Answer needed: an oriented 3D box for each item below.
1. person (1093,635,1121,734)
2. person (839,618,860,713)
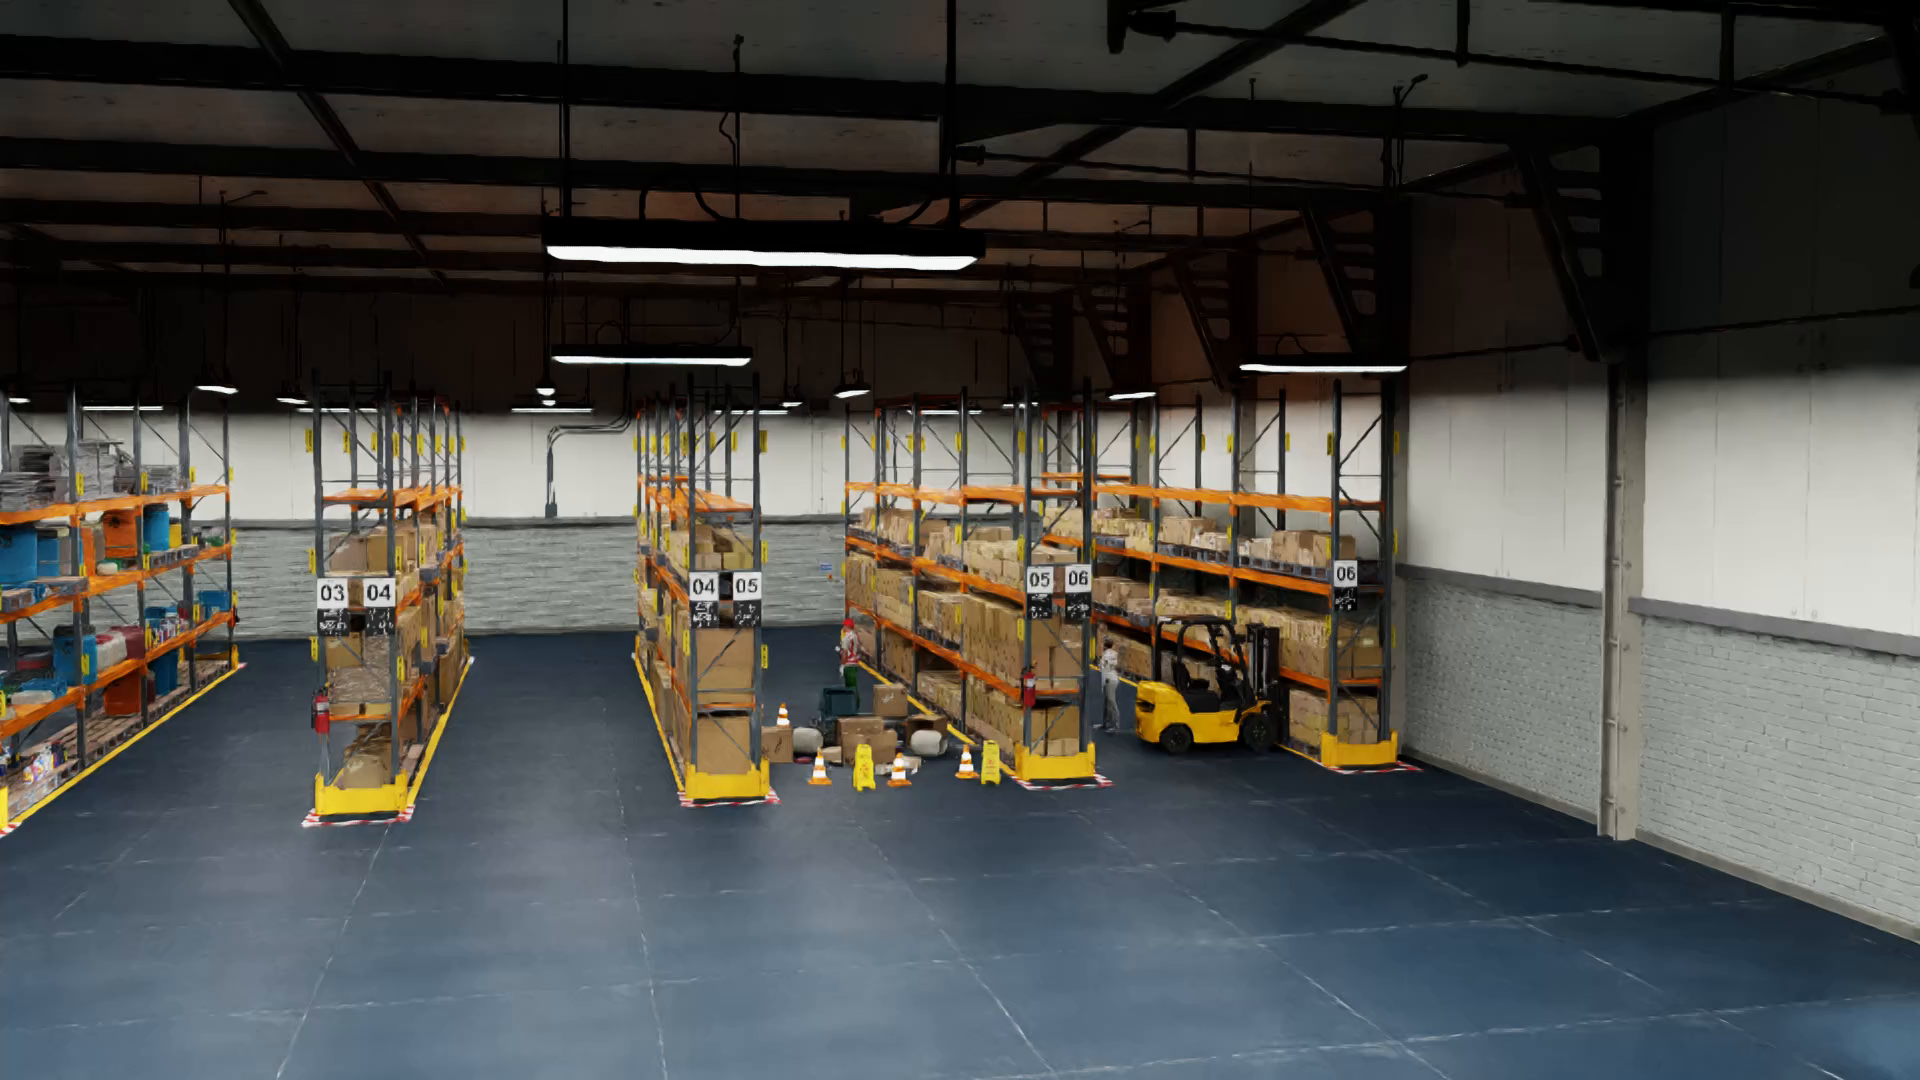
[{"bbox_3d":[2.551,2.489,28.859,0.545,1.665,0.572,1,3,18],"label":"person"},{"bbox_3d":[-2.075,2.322,30.711,0.570,1.786,0.653,1,3,14],"label":"person"}]
